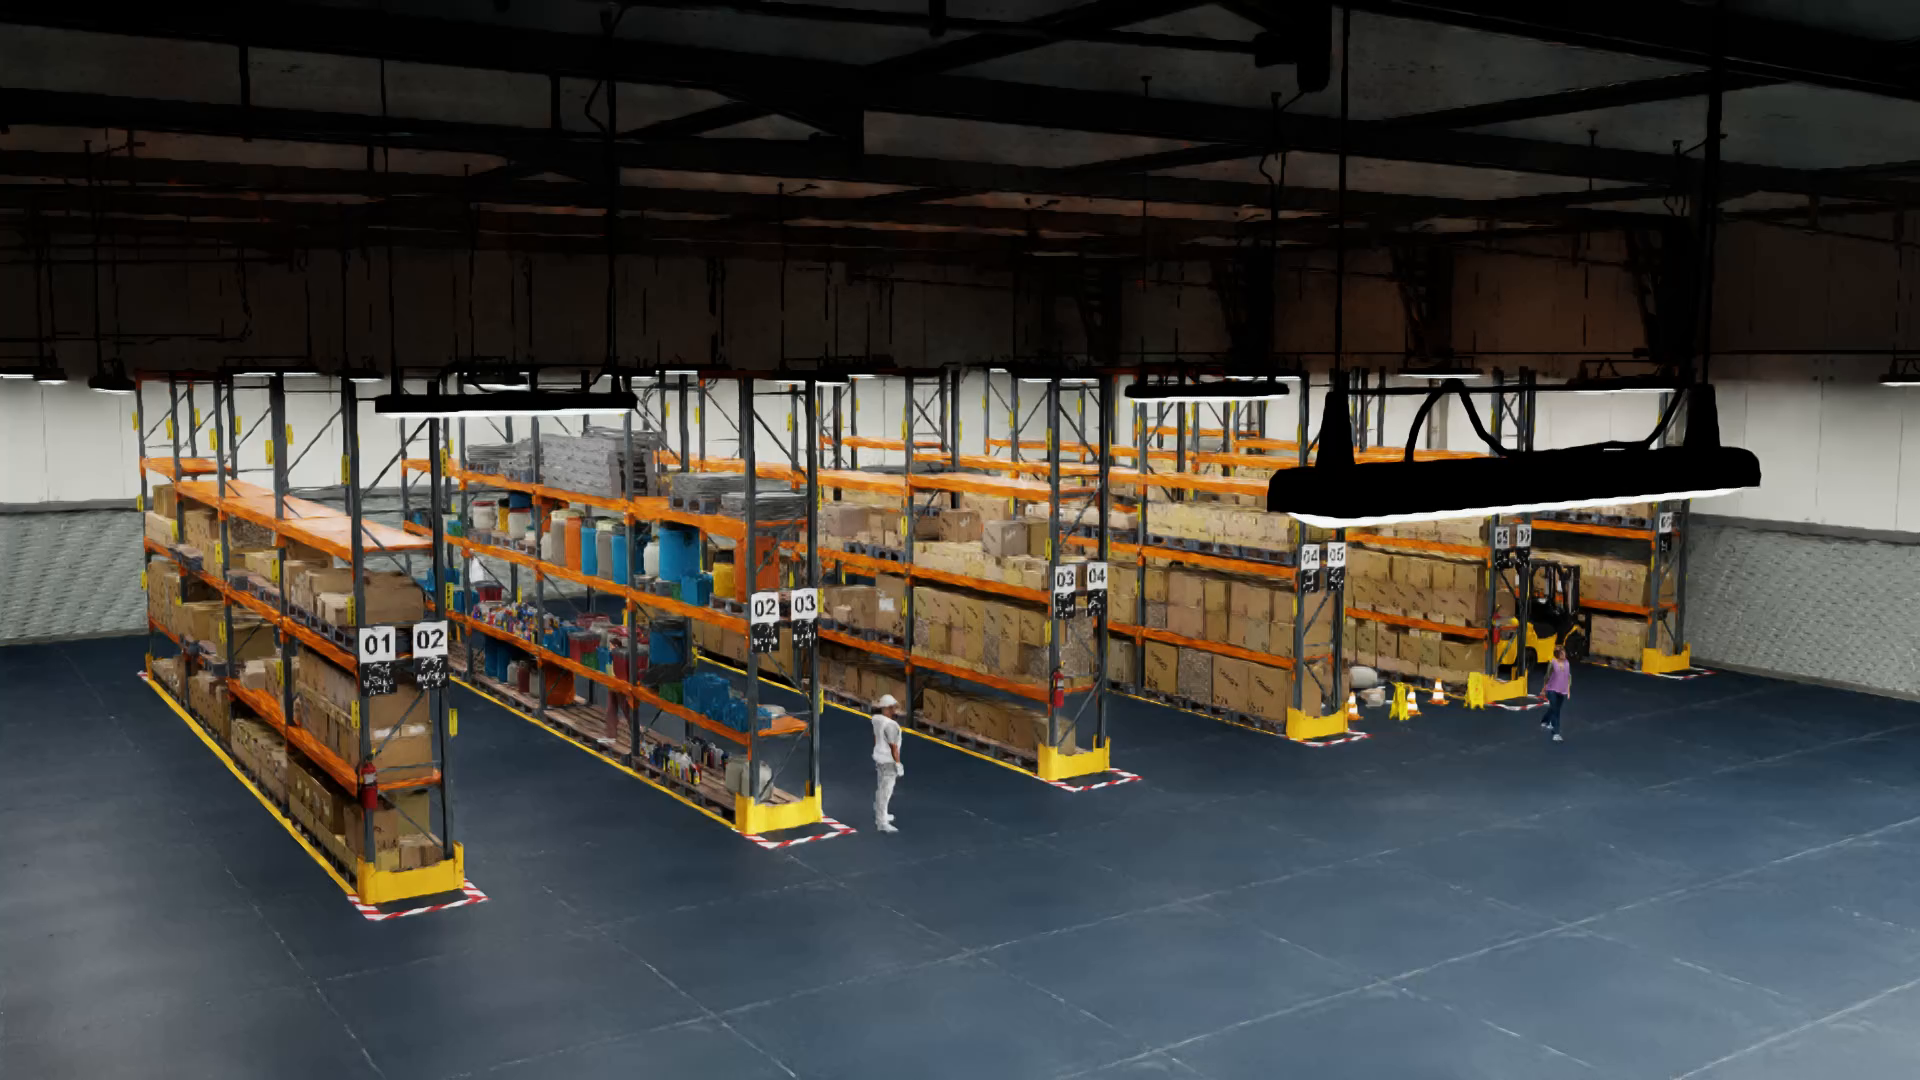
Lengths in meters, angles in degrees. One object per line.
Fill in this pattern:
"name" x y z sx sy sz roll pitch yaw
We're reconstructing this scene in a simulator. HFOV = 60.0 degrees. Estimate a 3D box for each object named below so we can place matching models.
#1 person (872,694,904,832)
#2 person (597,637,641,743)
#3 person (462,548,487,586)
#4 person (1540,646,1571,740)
"person" -0.983 2.929 22.147 0.406 1.782 0.717 -3 7 -22
"person" -5.339 2.350 26.018 0.617 1.667 0.610 6 9 43
"person" -11.584 0.973 39.759 0.588 1.769 0.561 0 6 4
"person" 9.818 2.471 27.422 0.455 1.531 0.867 -1 7 -13
